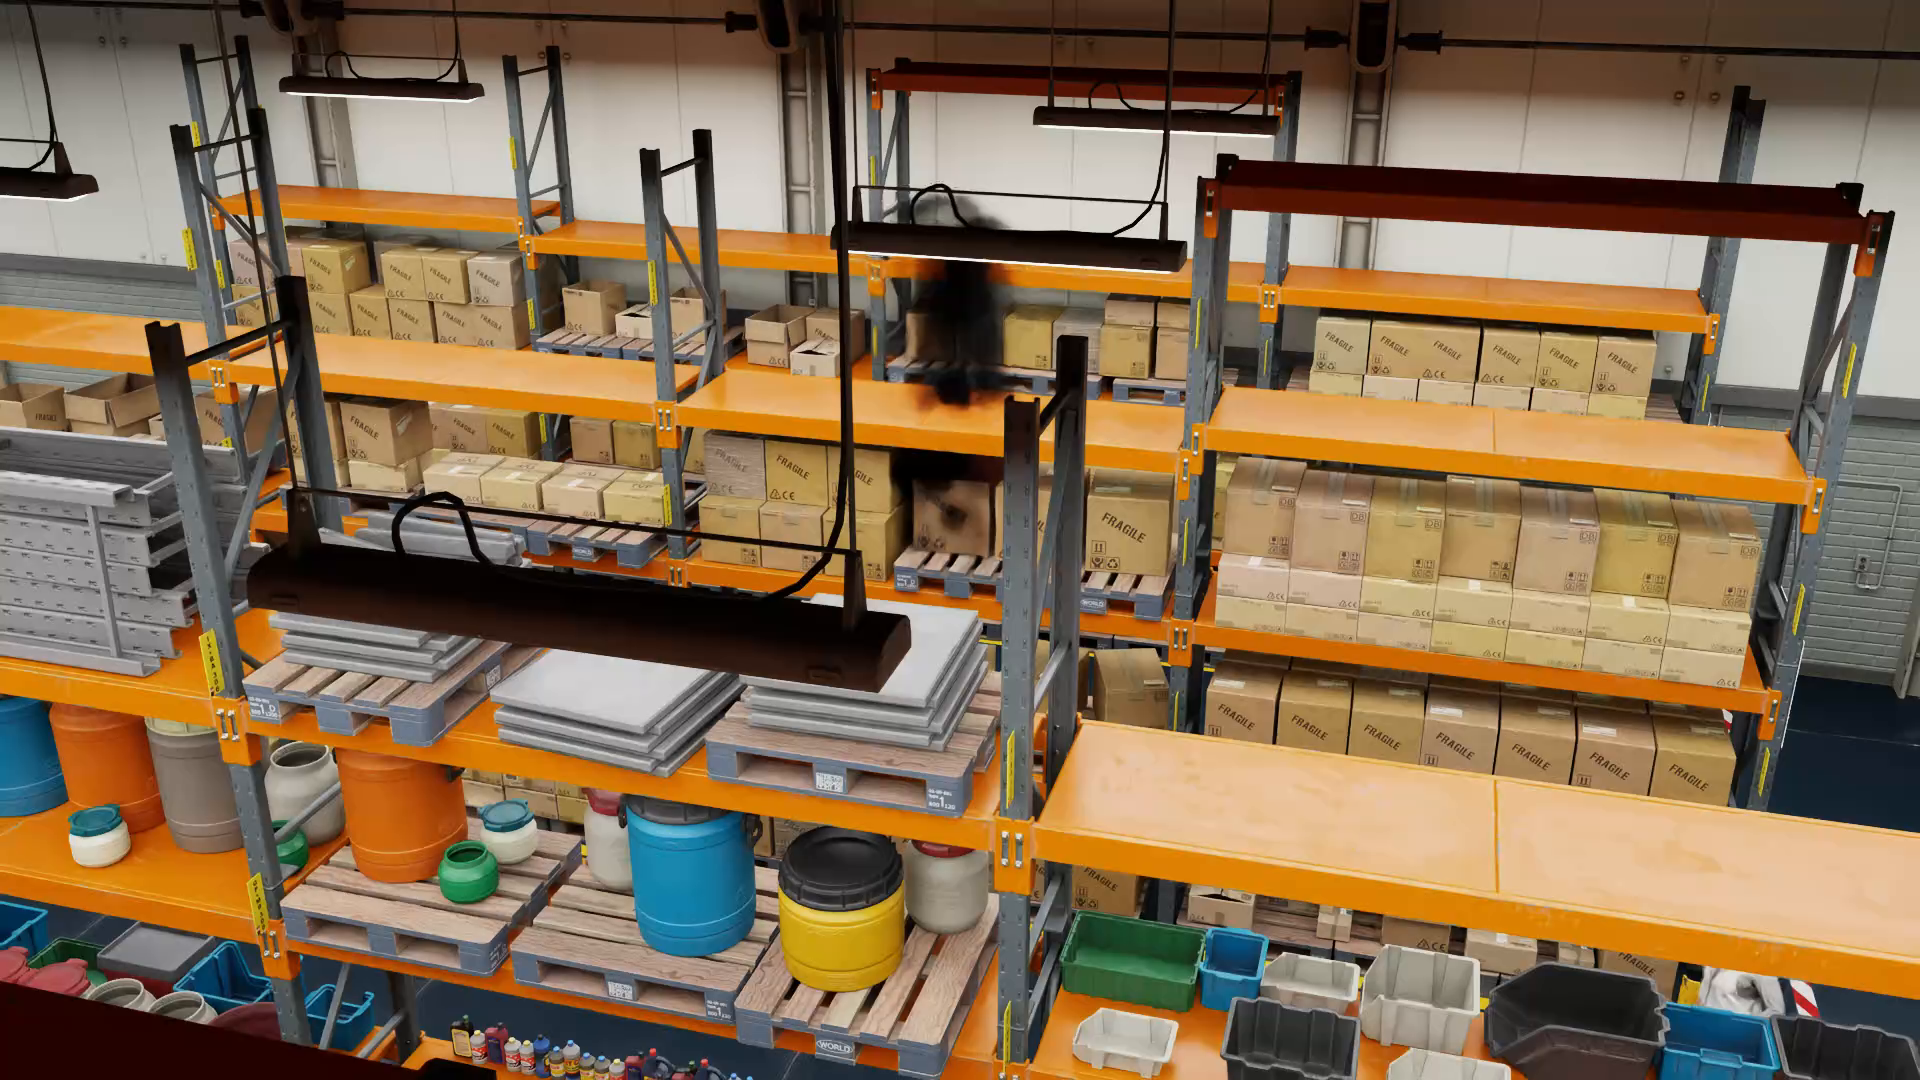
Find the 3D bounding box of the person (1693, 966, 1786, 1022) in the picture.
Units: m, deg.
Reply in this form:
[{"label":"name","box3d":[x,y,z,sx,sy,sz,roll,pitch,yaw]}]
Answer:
[{"label":"person","box3d":[5.063,3.167,10.923,0.551,1.704,0.666,-2,23,-4]}]
